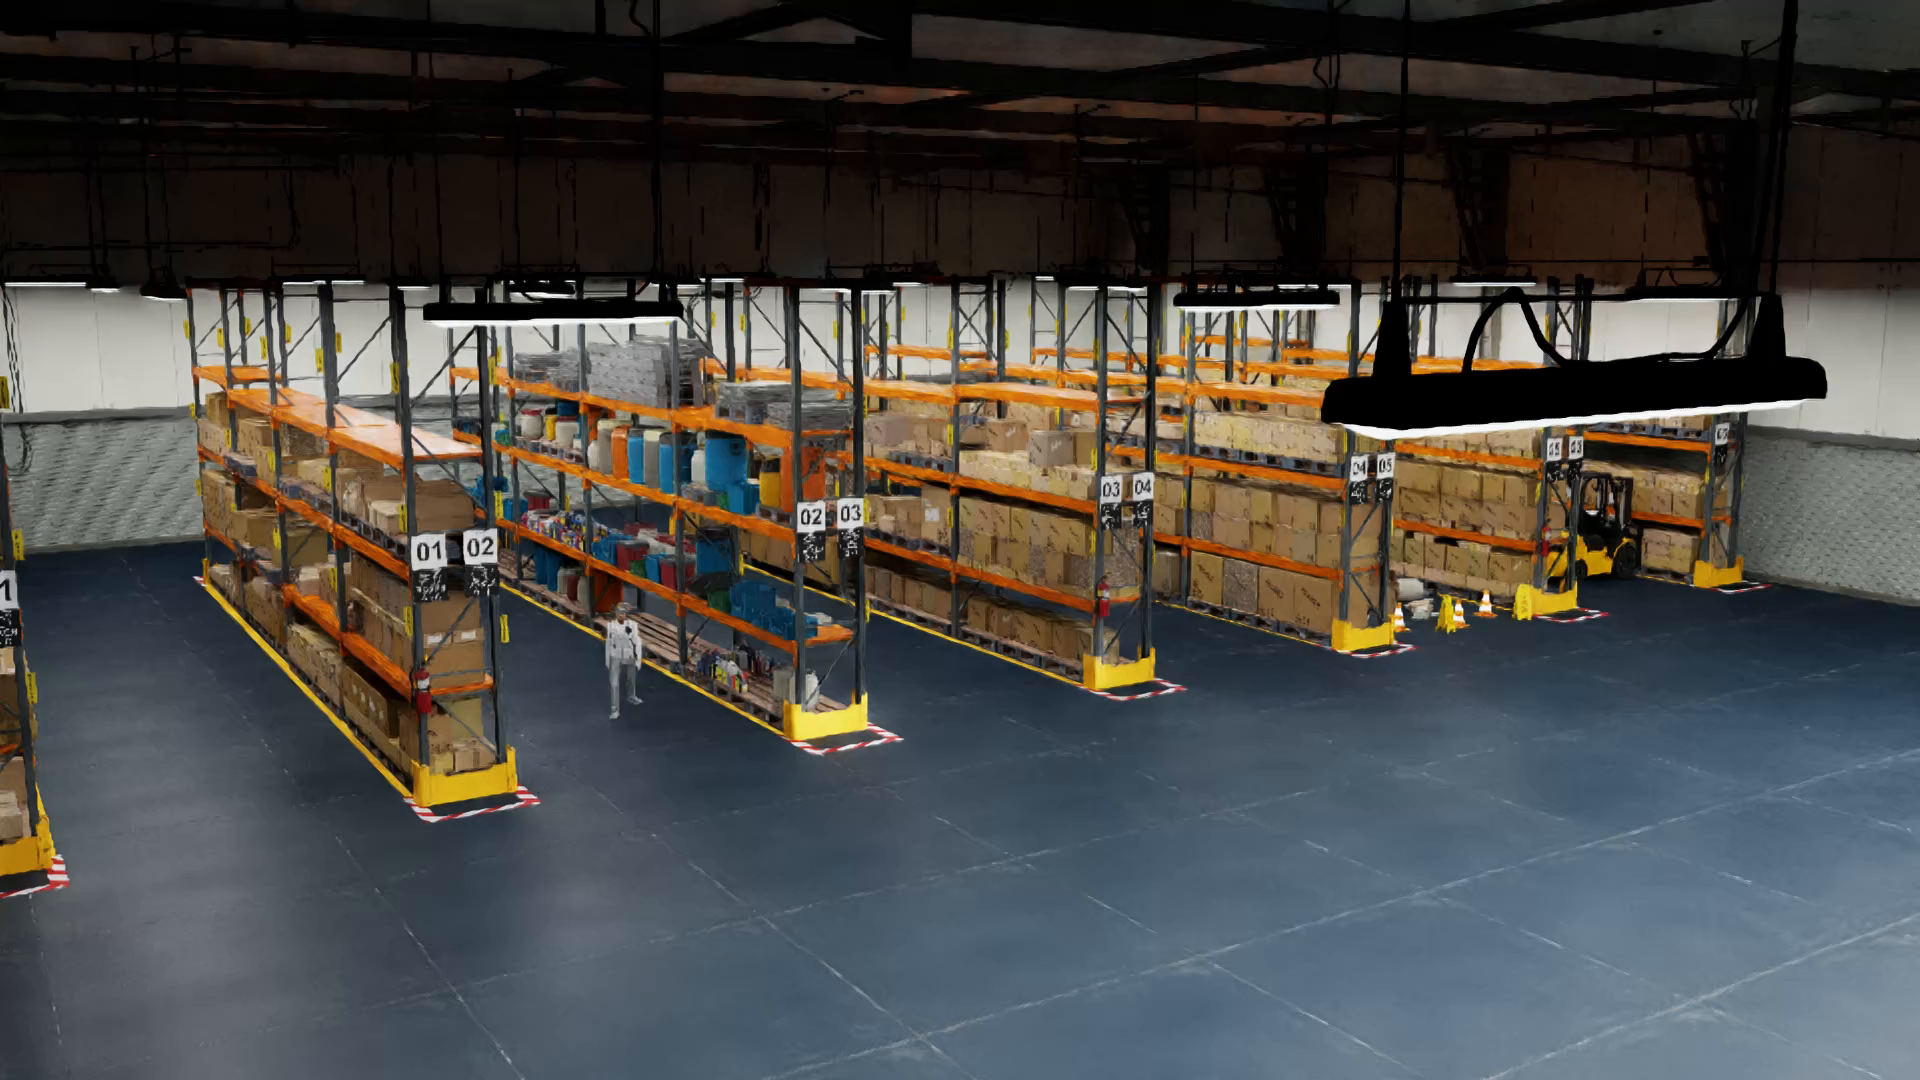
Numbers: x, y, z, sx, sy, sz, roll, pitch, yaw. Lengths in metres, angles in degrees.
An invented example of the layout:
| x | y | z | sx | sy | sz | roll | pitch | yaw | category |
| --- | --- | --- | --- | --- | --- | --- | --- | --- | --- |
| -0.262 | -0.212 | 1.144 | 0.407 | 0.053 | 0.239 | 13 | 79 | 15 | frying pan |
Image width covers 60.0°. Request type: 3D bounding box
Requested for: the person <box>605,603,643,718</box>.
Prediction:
| x | y | z | sx | sy | sz | roll | pitch | yaw | category |
| --- | --- | --- | --- | --- | --- | --- | --- | --- | --- |
| -4.731 | 1.640 | 23.386 | 0.521 | 1.611 | 0.938 | -2 | 10 | -11 | person |

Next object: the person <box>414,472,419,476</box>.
| x | y | z | sx | sy | sz | roll | pitch | yaw | category |
| --- | --- | --- | --- | --- | --- | --- | --- | --- | --- |
| -12.255 | -0.745 | 37.503 | 0.444 | 1.598 | 1.000 | -4 | 10 | -23 | person |

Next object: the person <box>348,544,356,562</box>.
| x | y | z | sx | sy | sz | roll | pitch | yaw | category |
| --- | --- | --- | --- | --- | --- | --- | --- | --- | --- |
| -11.898 | 0.062 | 32.794 | 0.592 | 1.629 | 0.532 | -6 | 11 | -34 | person |
